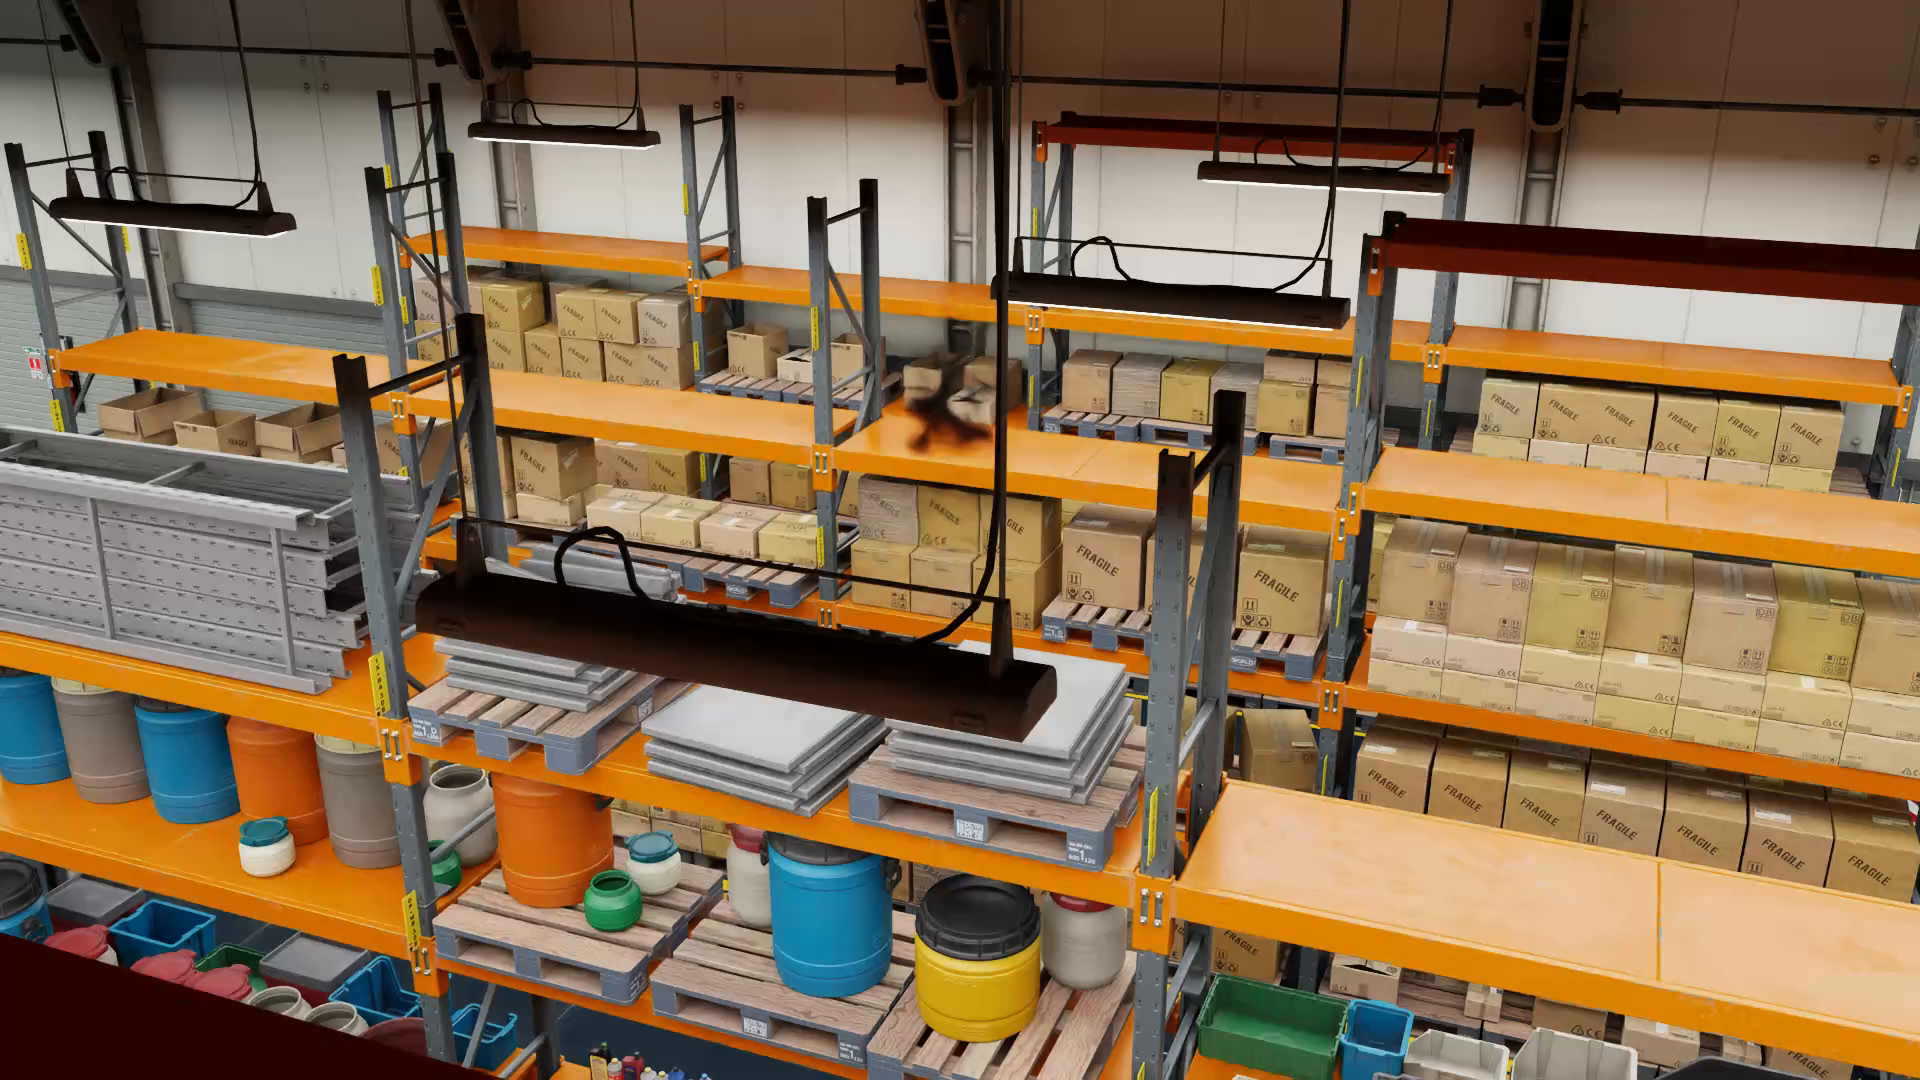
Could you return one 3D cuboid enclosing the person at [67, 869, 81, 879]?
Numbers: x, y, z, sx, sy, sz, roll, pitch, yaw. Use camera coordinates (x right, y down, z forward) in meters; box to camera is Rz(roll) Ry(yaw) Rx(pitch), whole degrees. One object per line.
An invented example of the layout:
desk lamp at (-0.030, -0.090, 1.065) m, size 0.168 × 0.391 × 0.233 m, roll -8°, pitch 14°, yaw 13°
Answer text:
person at (-7.137, 2.473, 13.386) m, size 0.701 × 1.785 × 0.641 m, roll 3°, pitch 21°, yaw 8°
